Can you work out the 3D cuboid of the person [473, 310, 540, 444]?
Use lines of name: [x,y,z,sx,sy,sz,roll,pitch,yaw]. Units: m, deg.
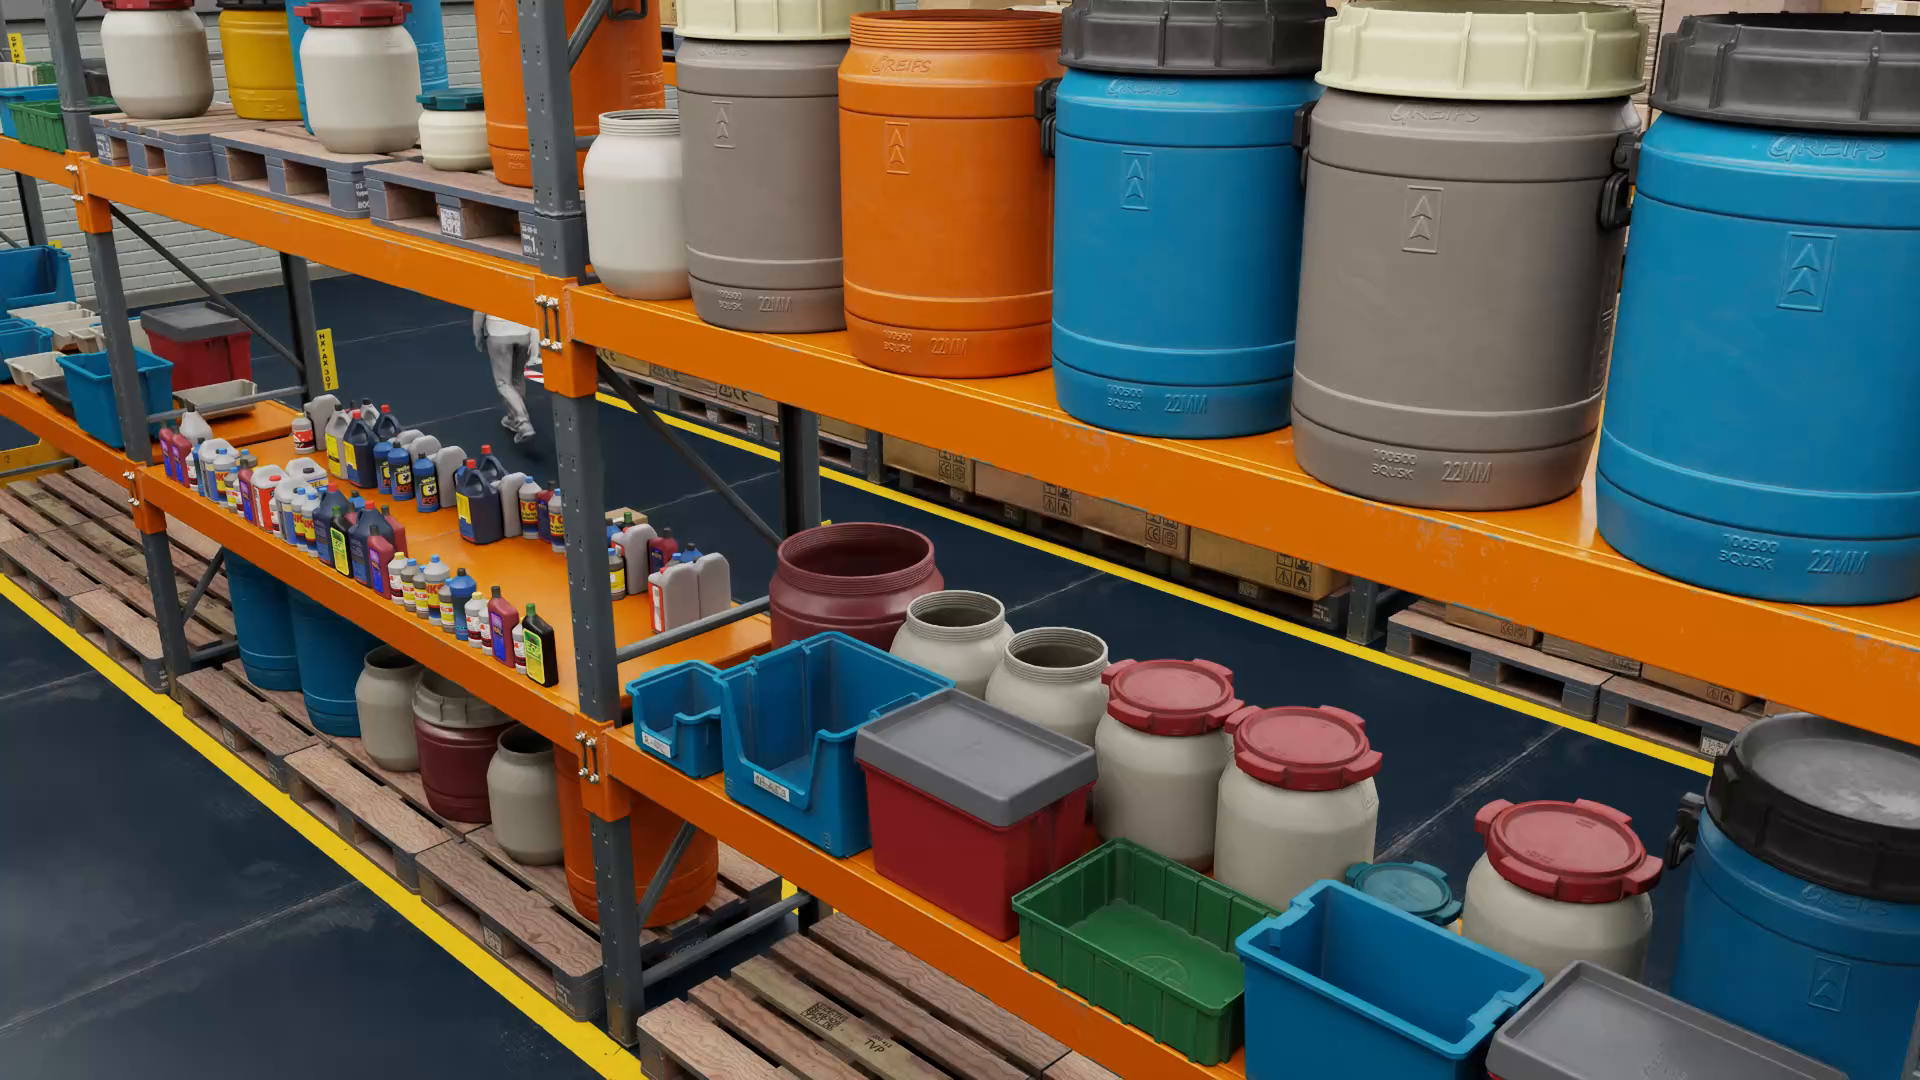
person: [-3.427,-1.551,12.622,0.467,1.646,0.942,-14,25,-32]
